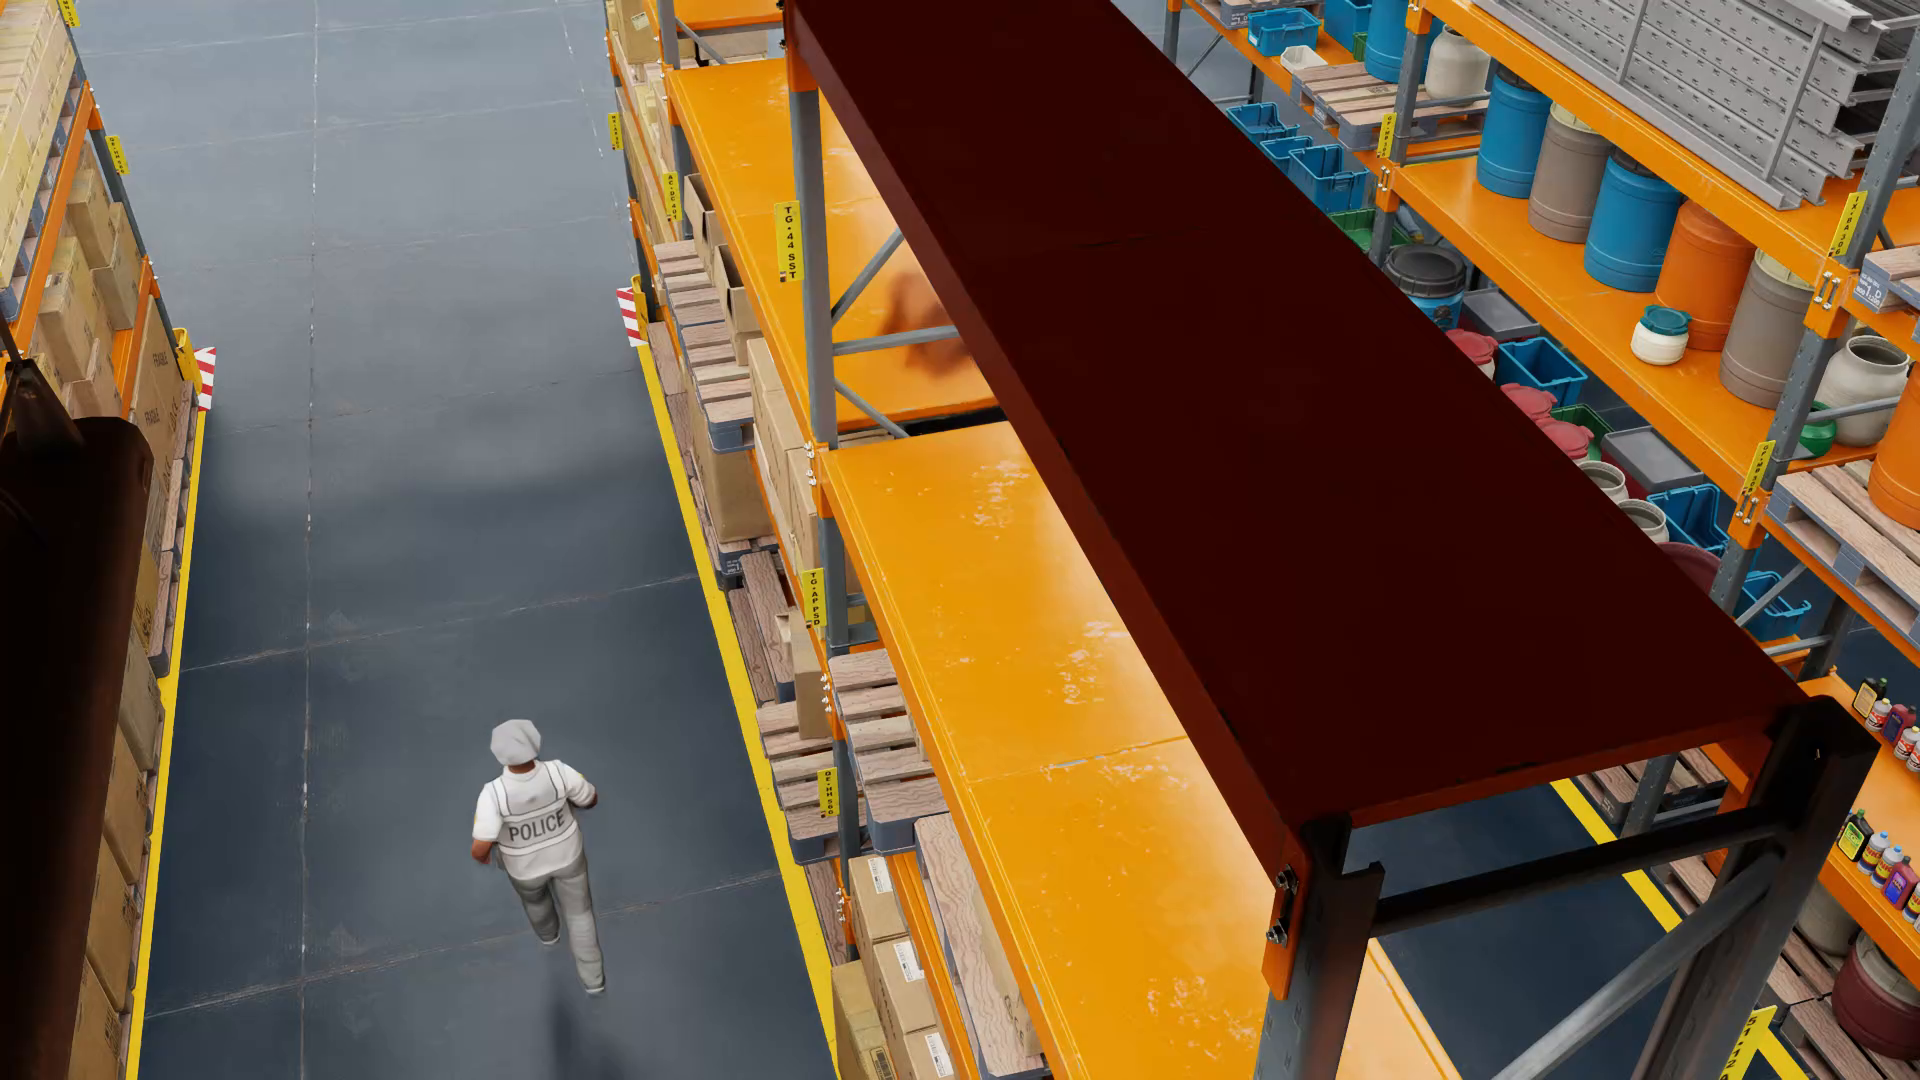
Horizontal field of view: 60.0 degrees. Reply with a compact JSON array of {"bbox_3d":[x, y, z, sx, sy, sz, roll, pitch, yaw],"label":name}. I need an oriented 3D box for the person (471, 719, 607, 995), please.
[{"bbox_3d":[-2.215,1.685,8.828,0.686,1.837,0.824,-16,41,-19],"label":"person"}]

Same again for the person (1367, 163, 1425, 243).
[{"bbox_3d":[4.135,-3.484,15.857,0.706,1.706,0.766,-16,41,-19],"label":"person"}]
